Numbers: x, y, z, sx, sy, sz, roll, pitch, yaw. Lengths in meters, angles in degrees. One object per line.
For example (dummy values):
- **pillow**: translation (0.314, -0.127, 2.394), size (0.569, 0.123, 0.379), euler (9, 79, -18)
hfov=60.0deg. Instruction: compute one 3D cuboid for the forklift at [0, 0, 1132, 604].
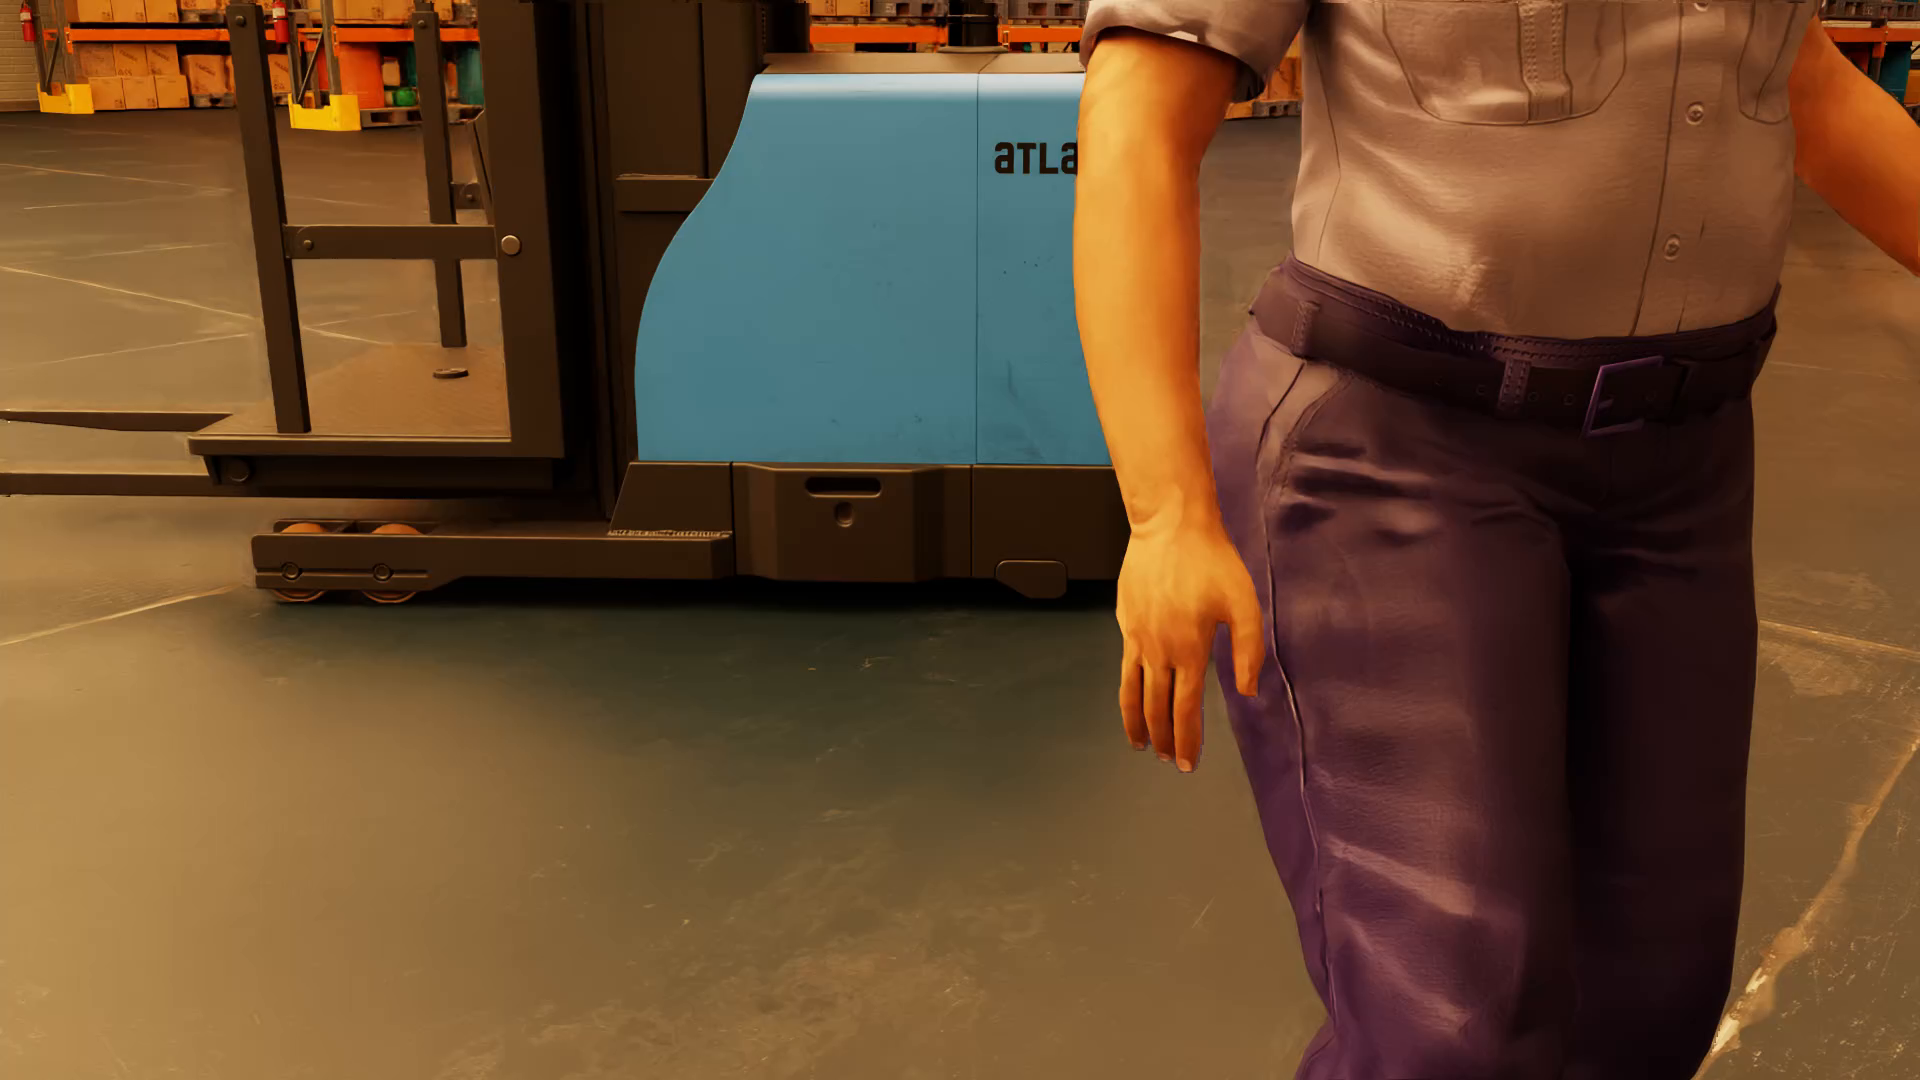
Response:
- **forklift**: translation (-1.087, -1.420, 3.574), size (3.031, 2.935, 1.130), euler (1, 17, 2)
